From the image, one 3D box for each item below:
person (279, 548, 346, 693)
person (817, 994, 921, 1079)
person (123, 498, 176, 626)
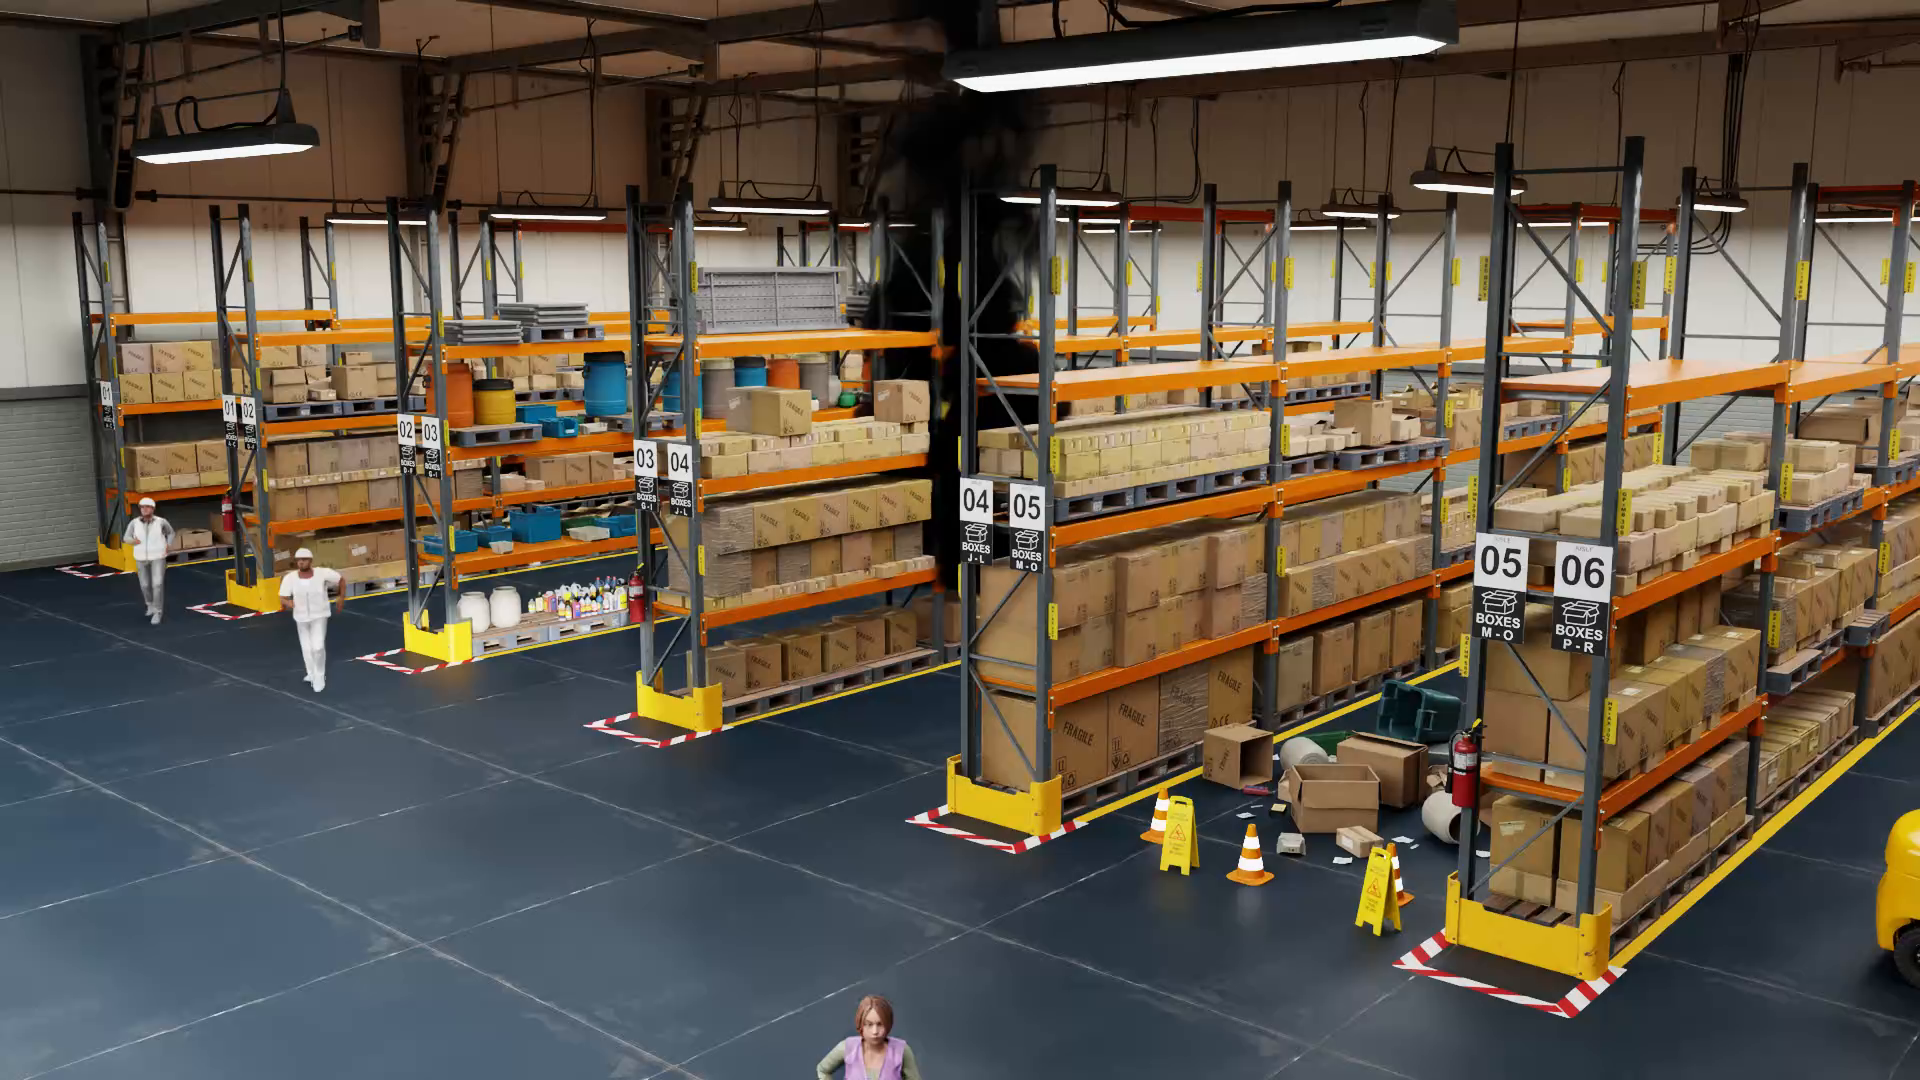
[{"bbox_3d":[-7.857,0.961,20.194,0.715,1.767,0.866,-1,10,-8],"label":"person"},{"bbox_3d":[-0.434,3.024,8.246,0.514,1.636,0.757,-2,10,-9],"label":"person"},{"bbox_3d":[-11.760,0.284,24.114,0.663,1.797,0.848,-2,10,-12],"label":"person"}]
